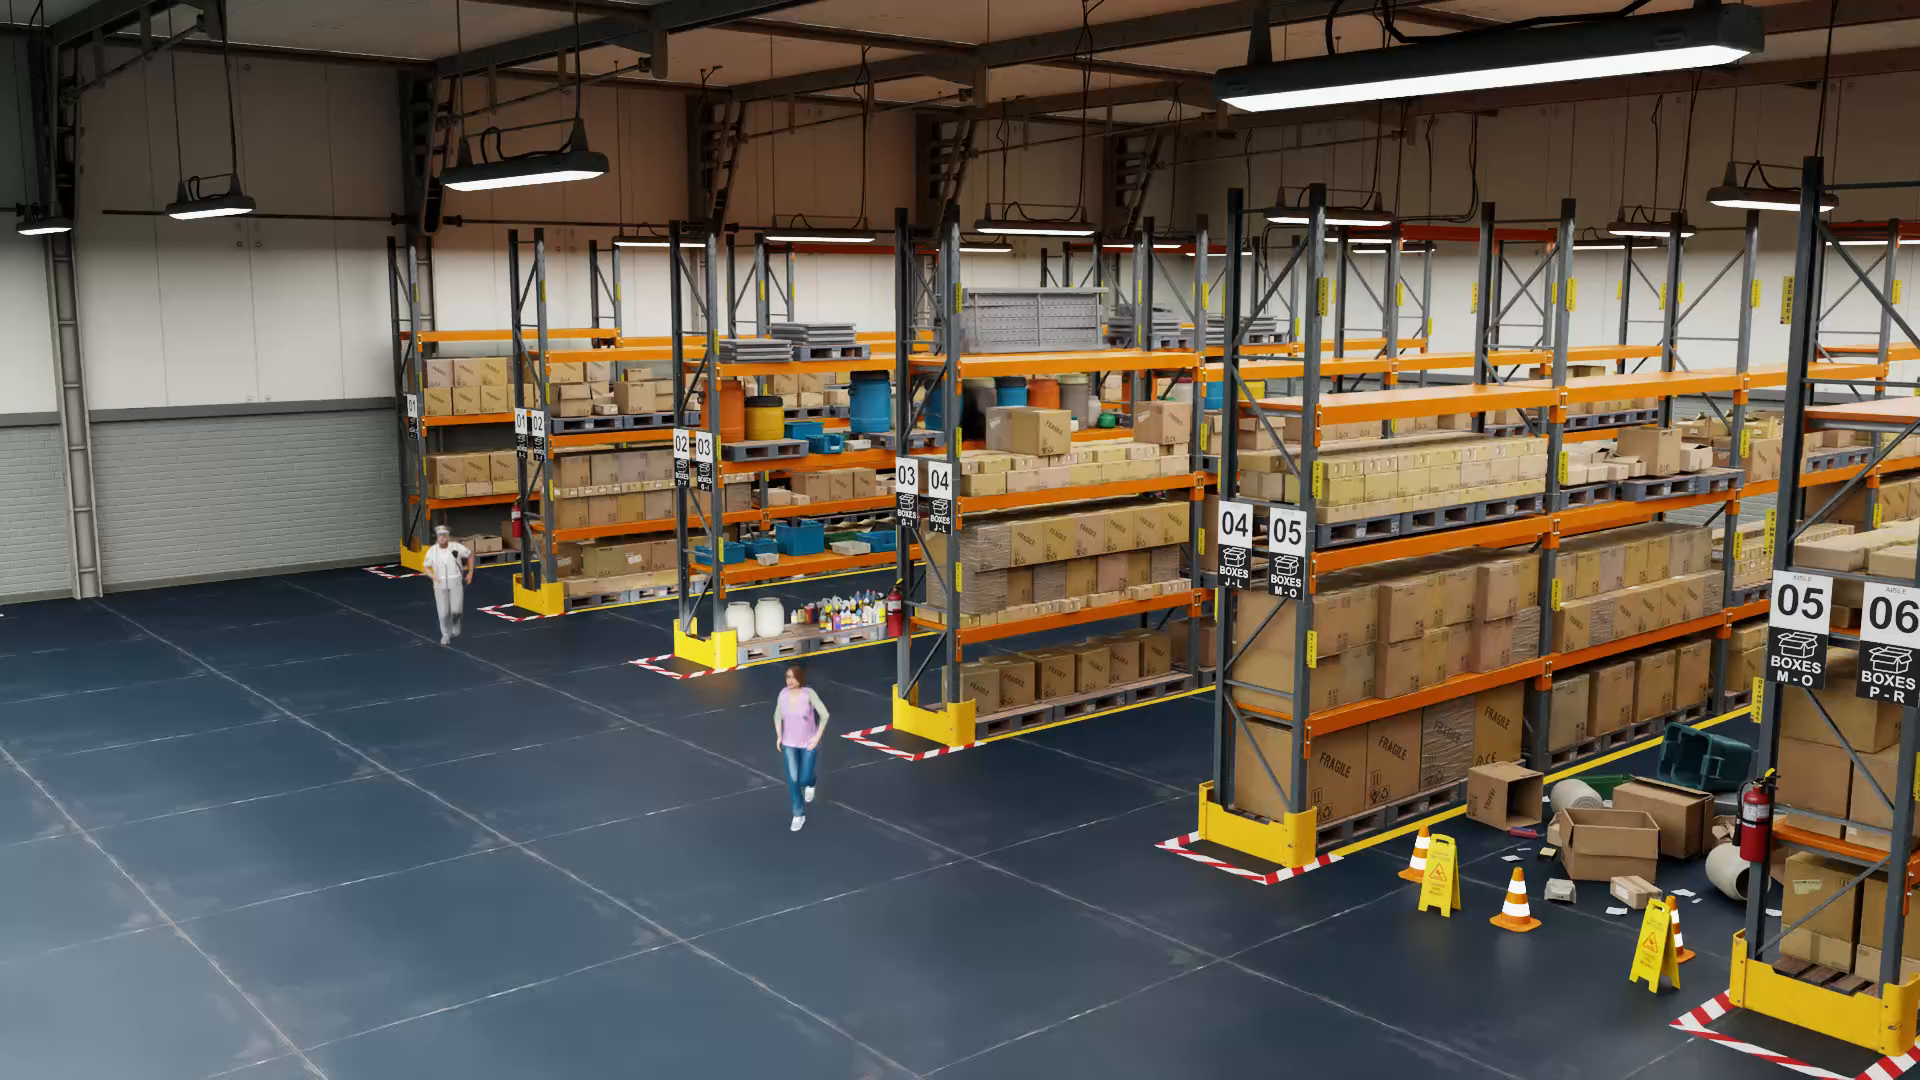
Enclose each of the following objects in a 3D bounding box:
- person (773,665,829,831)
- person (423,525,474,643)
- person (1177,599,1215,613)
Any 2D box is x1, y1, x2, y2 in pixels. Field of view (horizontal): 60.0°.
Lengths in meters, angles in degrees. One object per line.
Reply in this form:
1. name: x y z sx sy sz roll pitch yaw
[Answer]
1. person: -1.515 1.957 16.022 0.548 1.588 0.604 2 9 11
2. person: -7.347 0.645 23.905 0.689 1.744 0.712 -2 9 -12
3. person: 3.618 0.328 25.255 0.614 1.635 0.837 8 12 43
